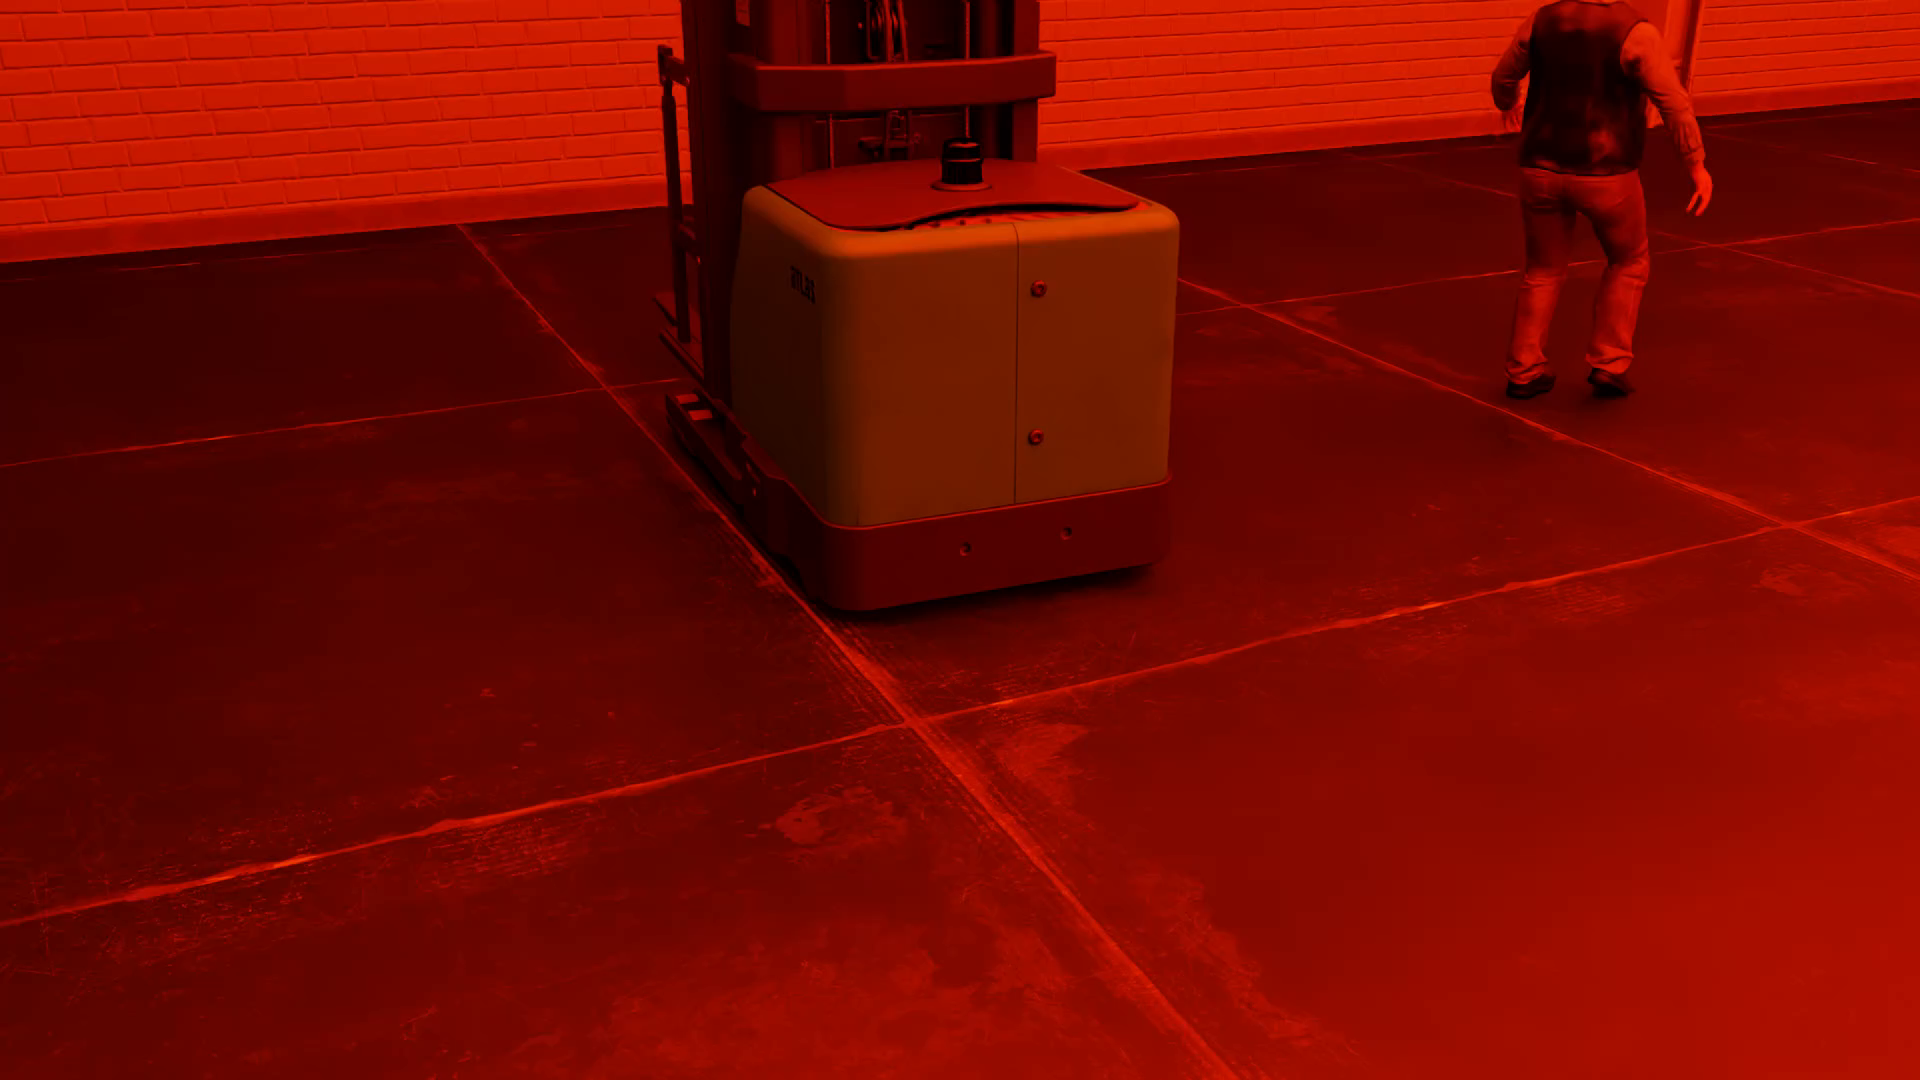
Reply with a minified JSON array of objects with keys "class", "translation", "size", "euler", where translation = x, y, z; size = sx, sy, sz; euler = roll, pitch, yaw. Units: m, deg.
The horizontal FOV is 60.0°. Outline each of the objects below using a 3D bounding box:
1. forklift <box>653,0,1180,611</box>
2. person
[{"class":"forklift","translation":[-0.412,-1.697,5.371],"size":[1.130,2.935,3.031],"euler":[-9,24,-20]},{"class":"person","translation":[2.348,-1.349,6.212],"size":[0.519,1.748,0.927],"euler":[-20,30,-39]}]
